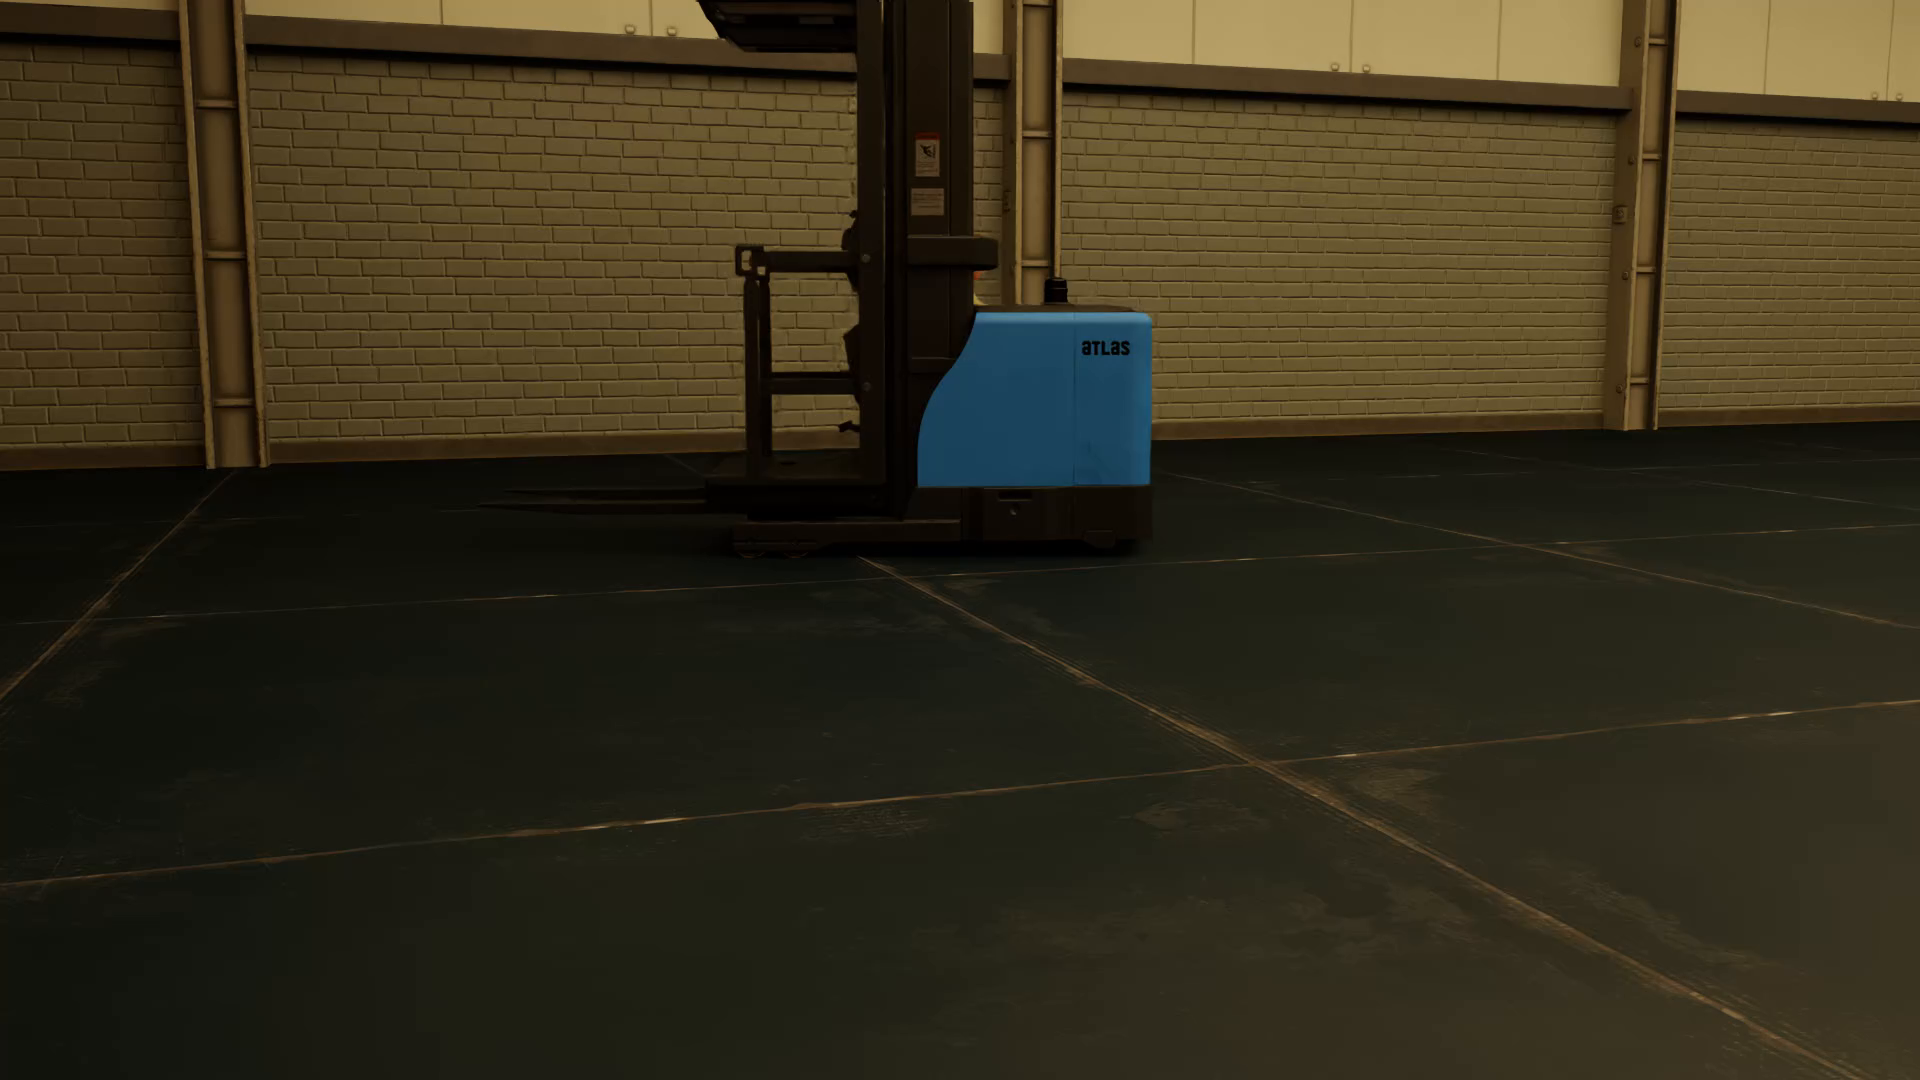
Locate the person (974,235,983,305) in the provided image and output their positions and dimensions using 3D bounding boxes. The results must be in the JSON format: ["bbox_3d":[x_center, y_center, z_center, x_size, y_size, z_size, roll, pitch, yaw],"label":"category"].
[{"bbox_3d":[0.061,-0.956,9.409,0.709,1.551,0.884,0,8,2],"label":"person"}]

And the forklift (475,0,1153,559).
[{"bbox_3d":[-0.670,-1.443,7.656,3.031,2.935,1.130,0,8,-3],"label":"forklift"}]
